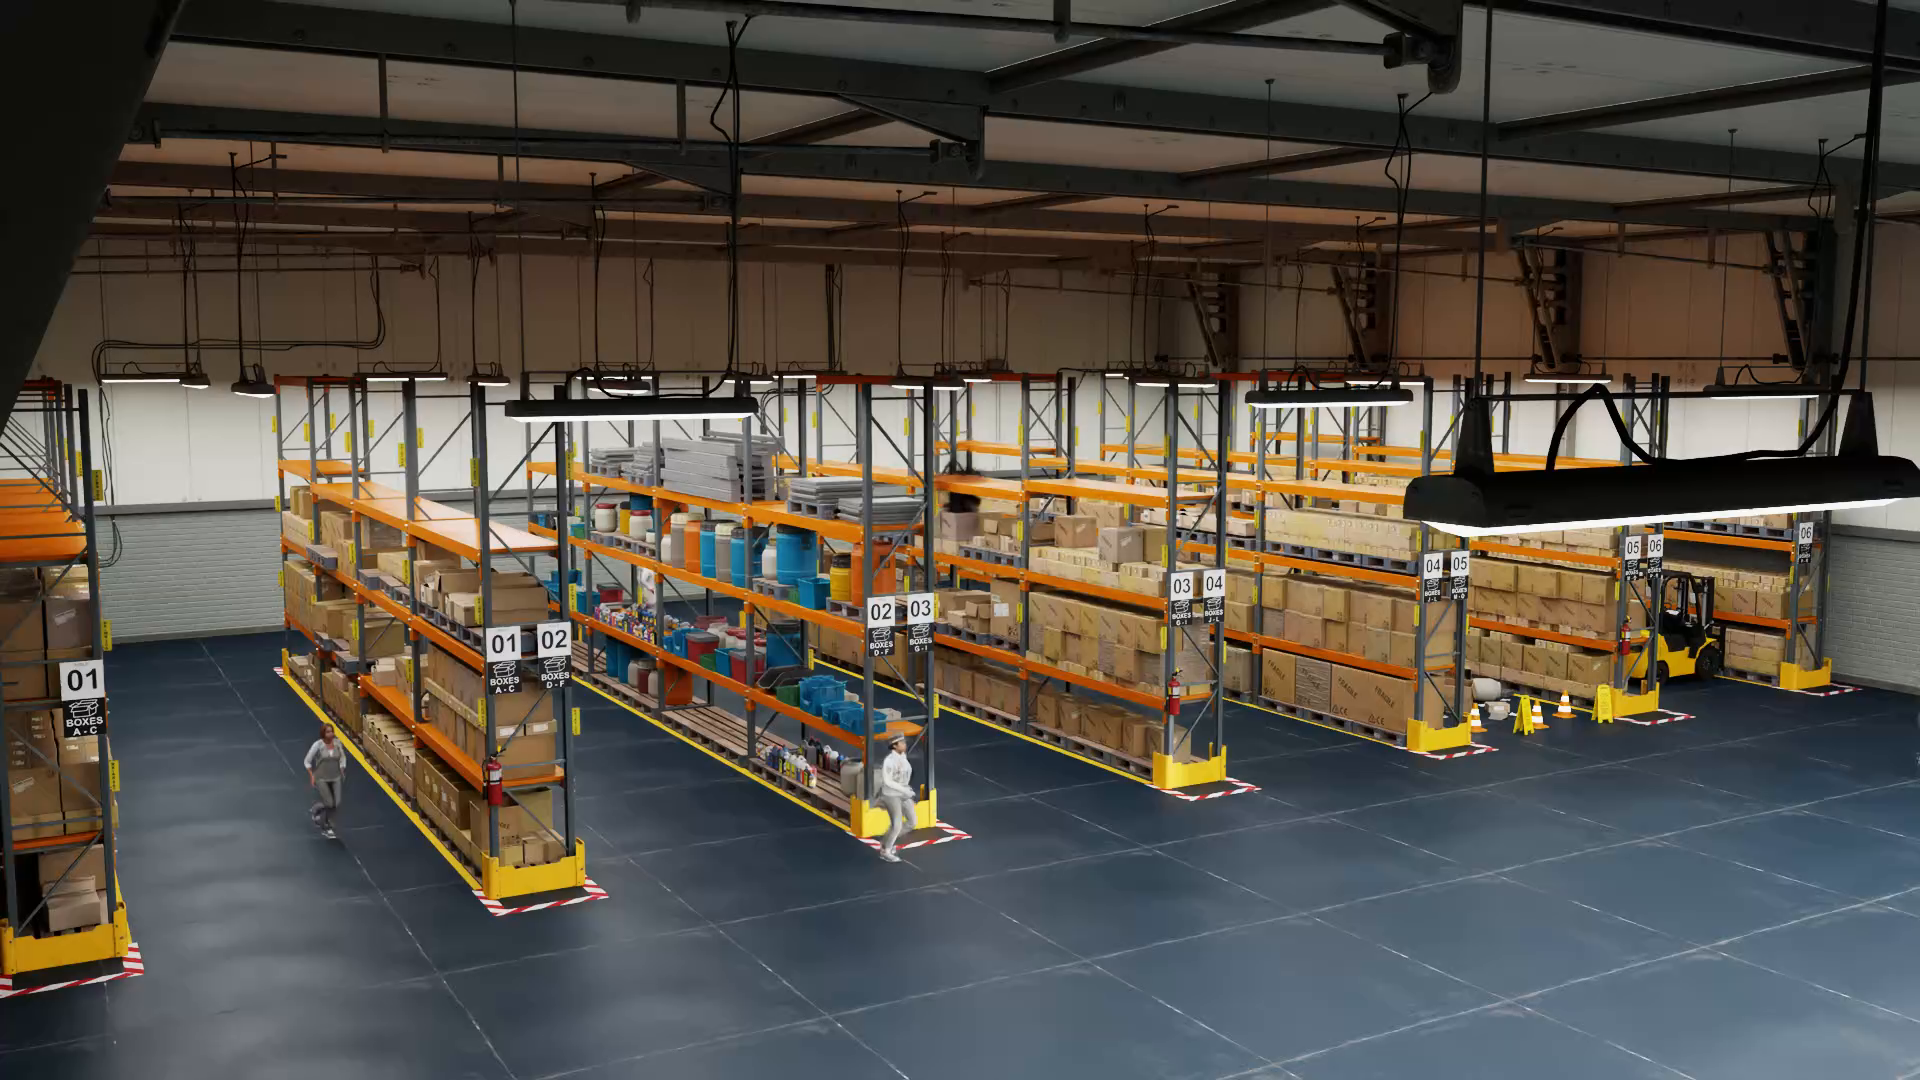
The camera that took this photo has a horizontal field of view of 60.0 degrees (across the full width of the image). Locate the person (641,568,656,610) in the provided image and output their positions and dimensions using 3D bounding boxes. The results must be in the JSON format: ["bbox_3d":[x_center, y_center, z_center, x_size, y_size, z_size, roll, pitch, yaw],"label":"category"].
[{"bbox_3d":[-7.227,1.288,38.514,0.923,1.701,0.699,-2,7,-20],"label":"person"}]

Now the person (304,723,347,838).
[{"bbox_3d":[-8.349,3.173,21.951,0.522,1.553,0.577,-6,9,-44],"label":"person"}]

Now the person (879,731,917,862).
[{"bbox_3d":[-0.743,3.218,20.953,0.510,1.659,0.658,3,7,25],"label":"person"}]
